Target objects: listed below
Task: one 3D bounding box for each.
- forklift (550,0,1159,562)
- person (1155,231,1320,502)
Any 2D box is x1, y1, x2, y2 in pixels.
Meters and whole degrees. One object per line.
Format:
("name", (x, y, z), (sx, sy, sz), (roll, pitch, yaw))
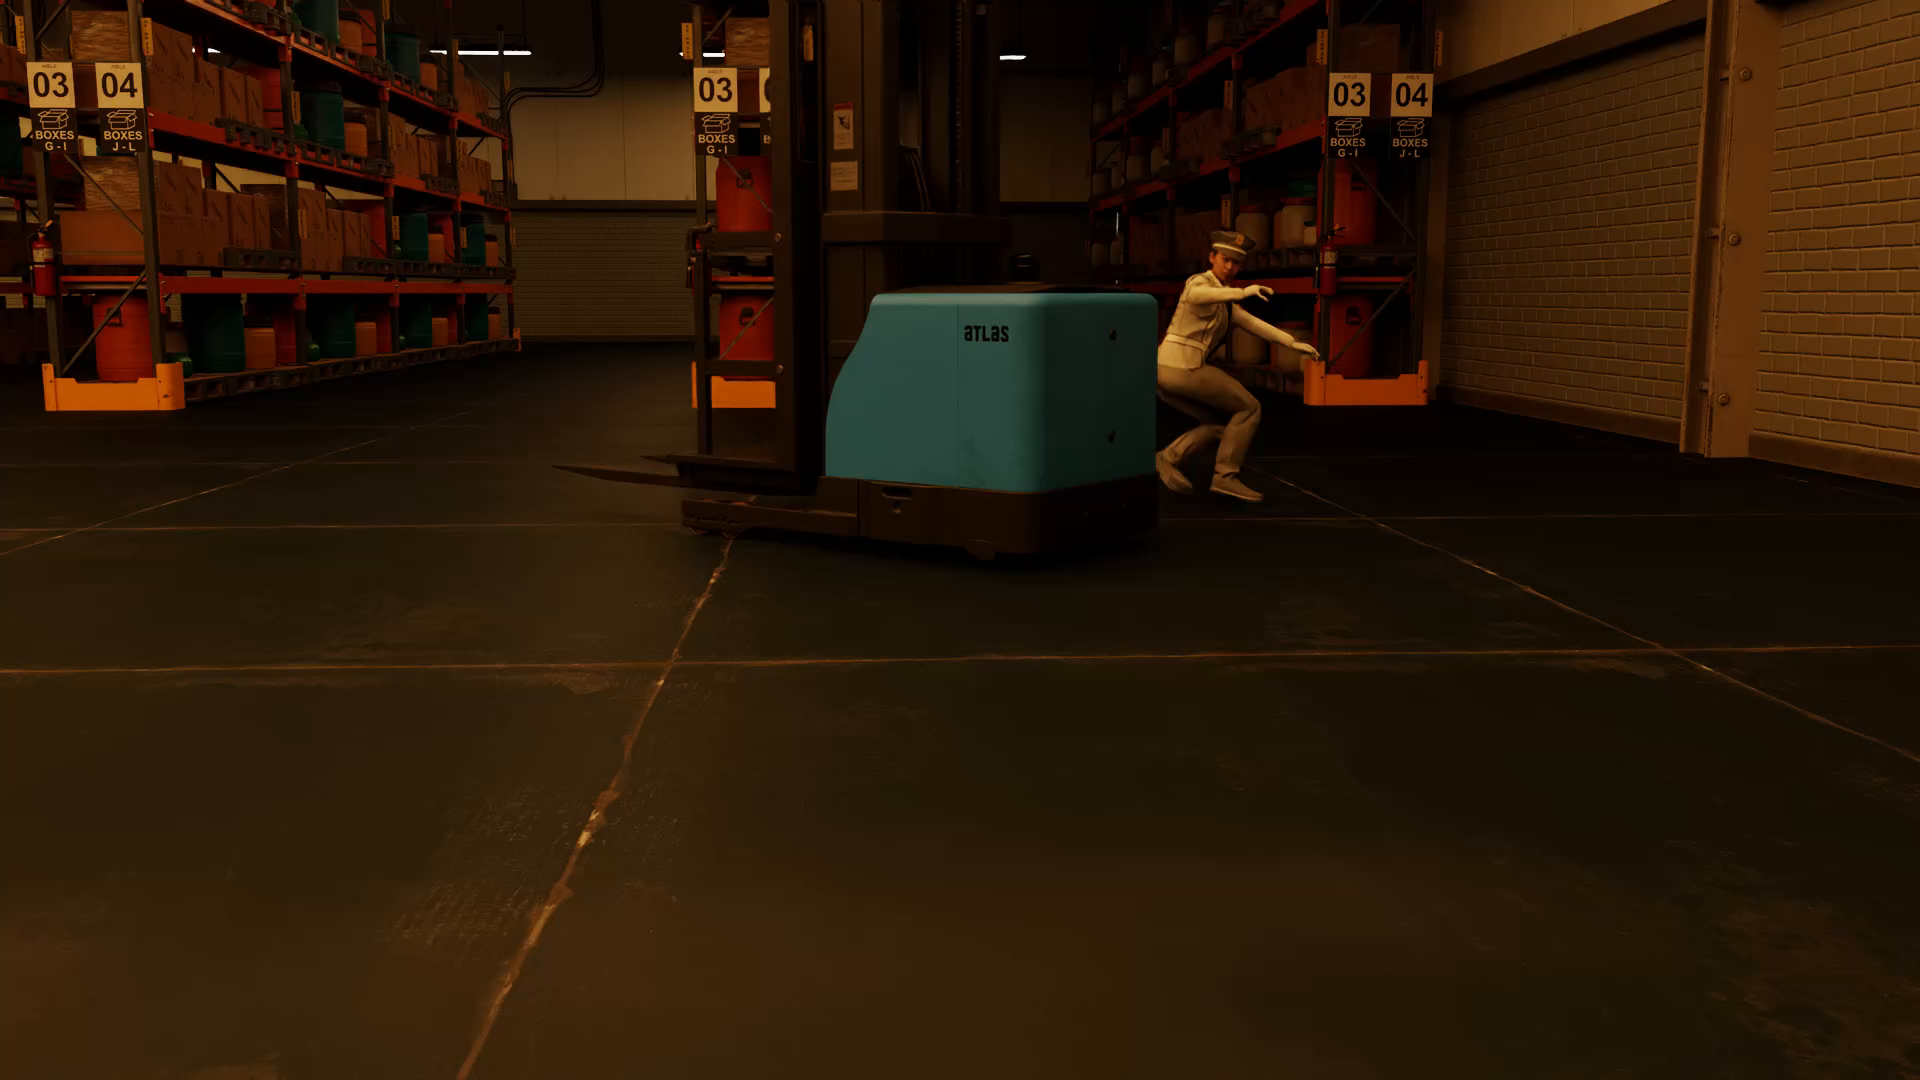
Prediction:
("forklift", (-0.632, -1.511, 7.504), (3.031, 2.935, 1.130), (6, 10, 36))
("person", (1.462, -0.900, 8.661), (0.945, 1.400, 0.708), (0, 8, -3))
